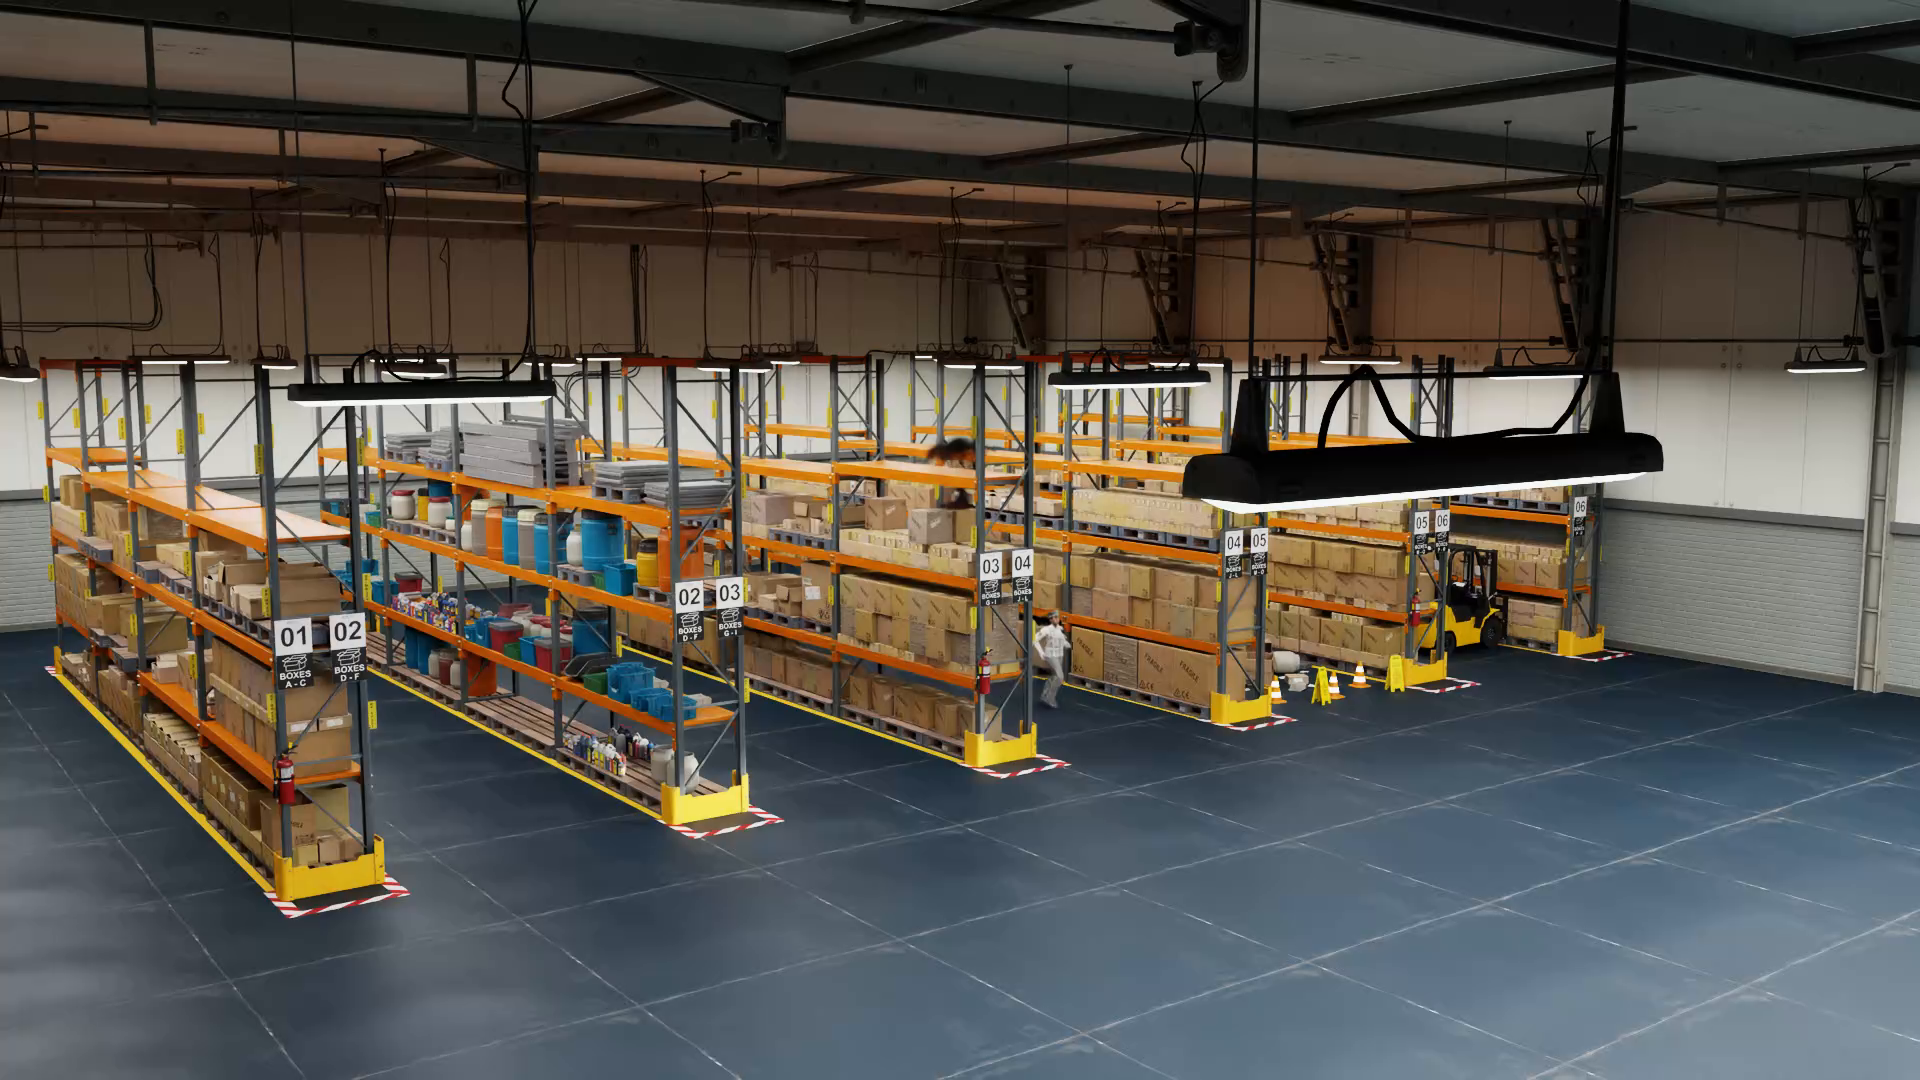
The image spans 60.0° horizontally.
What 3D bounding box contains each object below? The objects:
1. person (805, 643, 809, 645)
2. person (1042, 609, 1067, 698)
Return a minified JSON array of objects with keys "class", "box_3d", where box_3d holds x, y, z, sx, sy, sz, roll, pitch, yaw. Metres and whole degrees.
[{"class":"person","box_3d":[-3.249,1.390,34.841,0.614,1.485,1.004,-3,7,-20]},{"class":"person","box_3d":[1.630,1.976,28.749,0.607,1.576,0.377,6,9,42]}]
